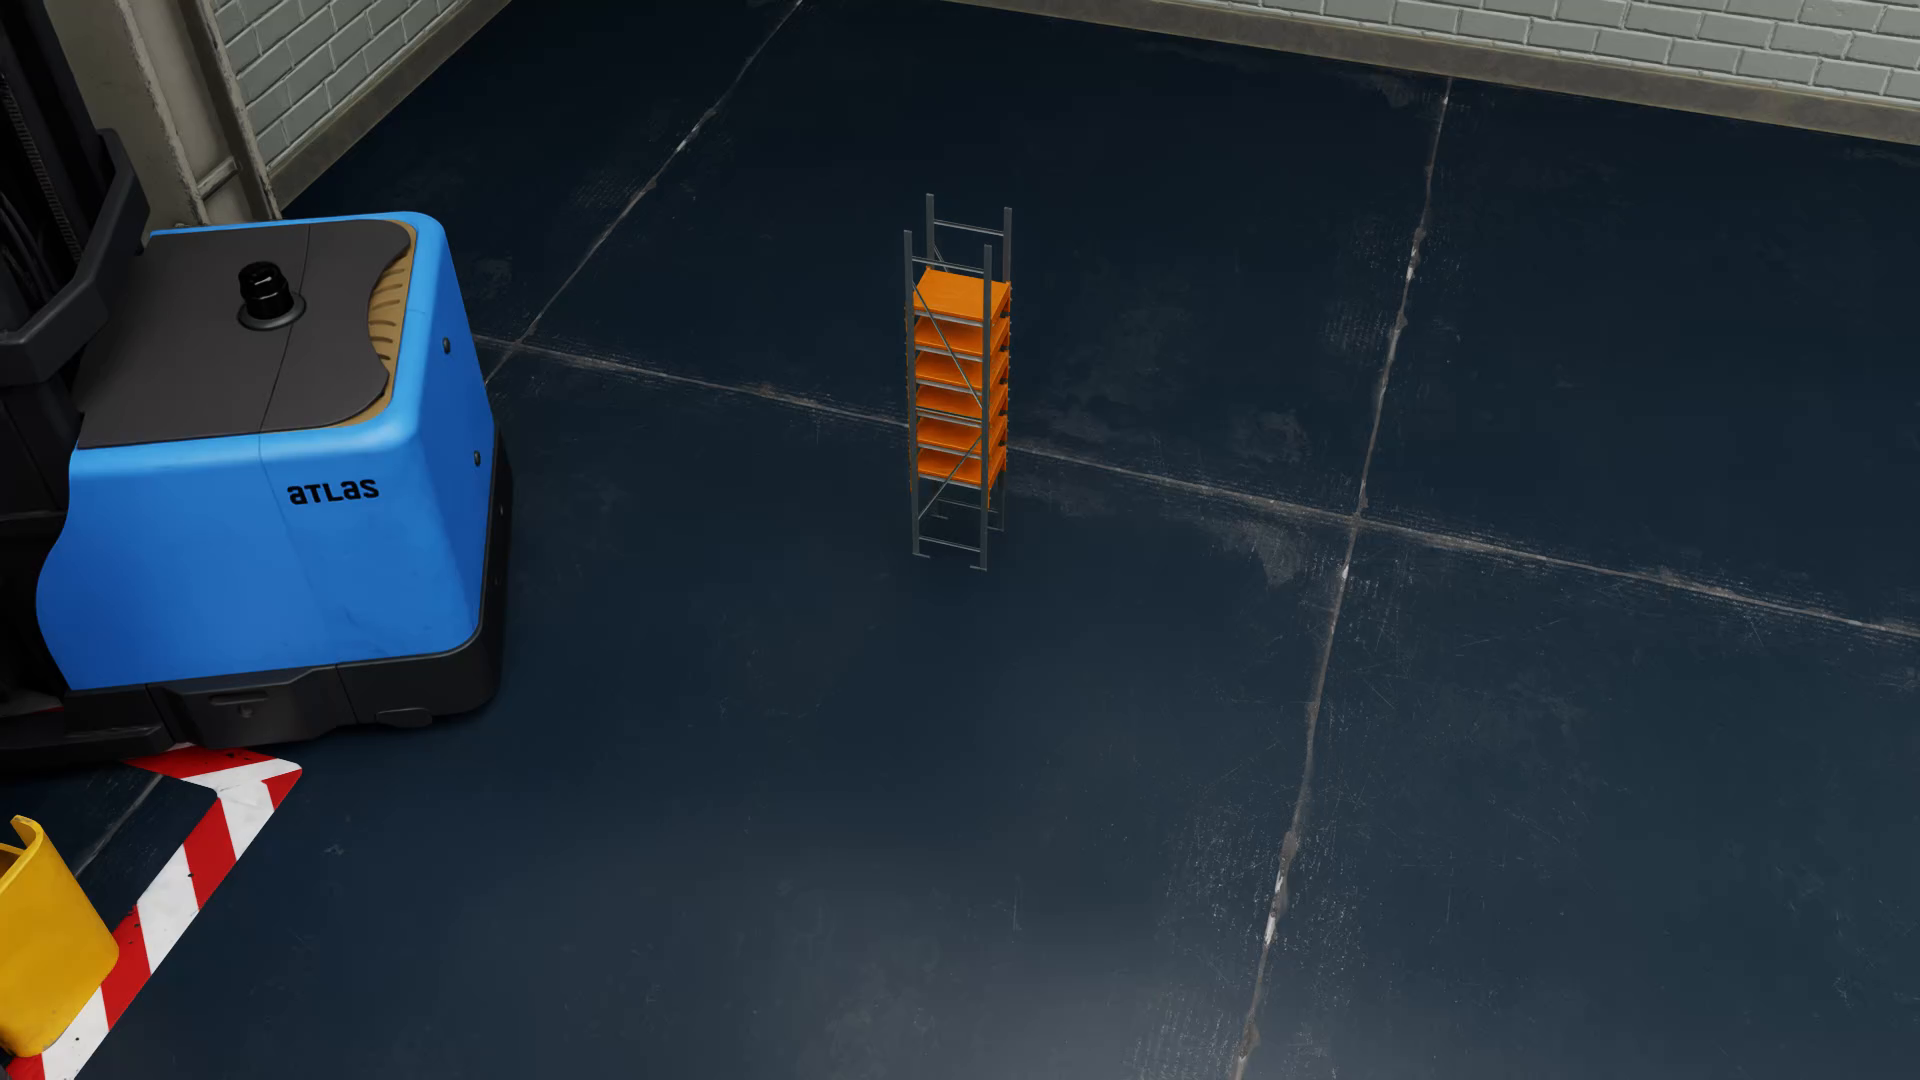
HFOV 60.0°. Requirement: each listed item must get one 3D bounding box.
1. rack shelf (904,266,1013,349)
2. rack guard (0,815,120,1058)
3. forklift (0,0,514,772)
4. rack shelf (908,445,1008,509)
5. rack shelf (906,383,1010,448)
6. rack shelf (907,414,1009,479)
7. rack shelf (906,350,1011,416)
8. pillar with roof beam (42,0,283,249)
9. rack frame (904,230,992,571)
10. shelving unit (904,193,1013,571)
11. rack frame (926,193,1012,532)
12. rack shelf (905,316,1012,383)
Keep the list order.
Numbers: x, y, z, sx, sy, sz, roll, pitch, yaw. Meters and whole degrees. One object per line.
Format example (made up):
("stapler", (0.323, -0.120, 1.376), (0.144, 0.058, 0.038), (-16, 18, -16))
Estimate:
("rack shelf", (-0.004, -0.645, 4.600), (0.258, 0.103, 0.180), (13, 46, 12))
("rack guard", (-2.706, 0.835, 4.039), (1.175, 0.500, 0.348), (13, 46, 13))
("forklift", (-2.871, -0.735, 3.905), (3.031, 2.935, 1.130), (-6, 45, -6))
("rack shelf", (-0.004, -0.216, 5.019), (0.258, 0.103, 0.180), (13, 46, 12))
("rack shelf", (-0.004, -0.387, 4.852), (0.258, 0.103, 0.180), (13, 46, 12))
("rack shelf", (-0.004, -0.302, 4.936), (0.258, 0.103, 0.180), (13, 46, 12))
("rack shelf", (-0.004, -0.473, 4.768), (0.258, 0.103, 0.180), (13, 46, 12))
("pillar with roof beam", (1.383, -3.258, 2.145), (9.100, 9.000, 0.400), (13, 46, 13))
("rack frame", (-0.032, -0.358, 4.758), (0.240, 1.200, 0.006), (13, 46, 12))
("shelving unit", (-0.004, -0.419, 4.821), (0.258, 1.200, 0.189), (13, 46, 12))
("rack frame", (0.023, -0.480, 4.883), (0.240, 1.200, 0.006), (13, 46, 12))
("rack shelf", (-0.004, -0.559, 4.684), (0.258, 0.103, 0.180), (13, 46, 12))
